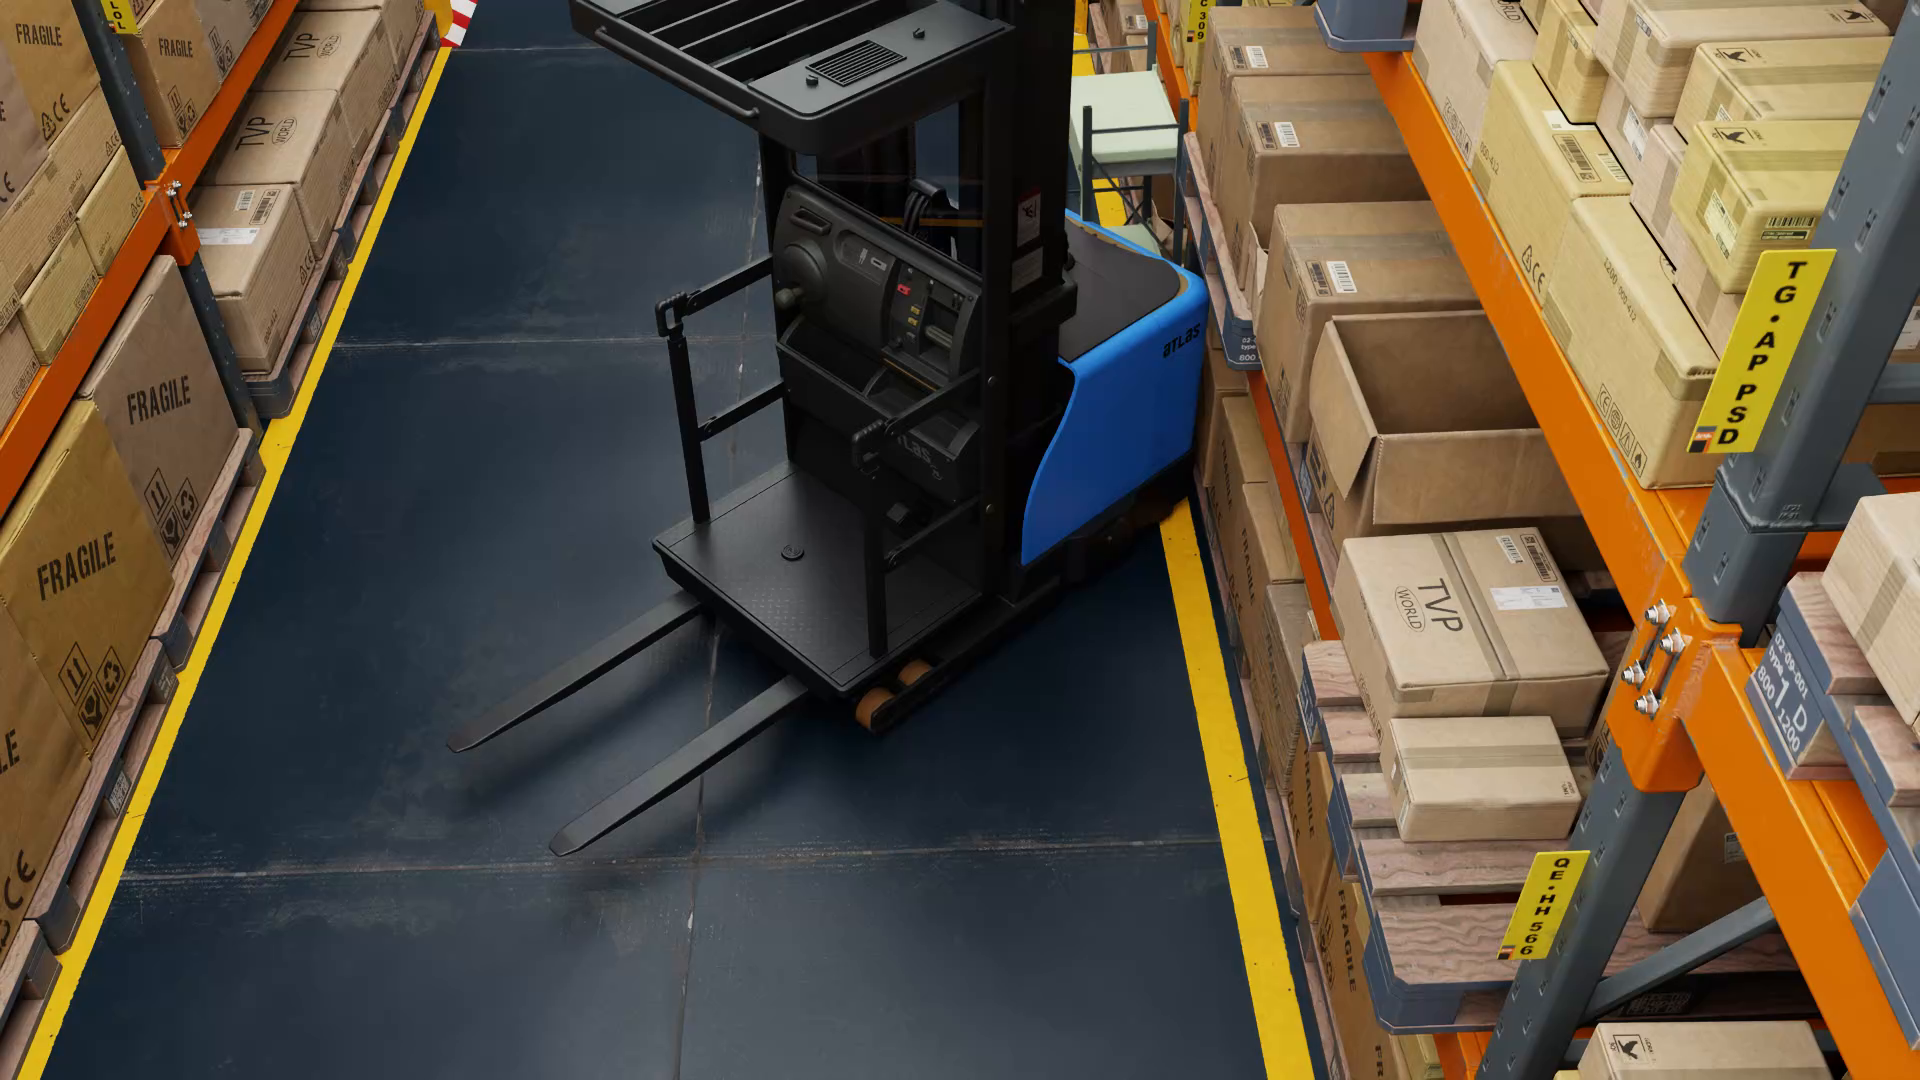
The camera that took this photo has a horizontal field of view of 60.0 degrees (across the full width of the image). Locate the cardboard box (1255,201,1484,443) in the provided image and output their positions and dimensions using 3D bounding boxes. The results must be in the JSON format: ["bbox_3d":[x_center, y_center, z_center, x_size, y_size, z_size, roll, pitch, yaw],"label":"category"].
[{"bbox_3d":[1.280,-0.640,4.843,0.700,0.500,0.500,-2,43,-2],"label":"cardboard box"}]

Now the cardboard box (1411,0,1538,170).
[{"bbox_3d":[1.289,-1.027,3.542,0.500,0.250,0.500,-2,43,-2],"label":"cardboard box"}]

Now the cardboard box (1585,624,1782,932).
[{"bbox_3d":[1.731,0.496,3.604,0.500,0.500,0.500,0,43,0],"label":"cardboard box"}]

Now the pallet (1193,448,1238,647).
[{"bbox_3d":[1.499,-0.084,6.686,1.003,0.211,1.213,-2,43,-2],"label":"pallet"}]

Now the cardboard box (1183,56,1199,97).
[{"bbox_3d":[1.129,-1.951,6.845,0.380,0.149,0.250,-1,43,-1],"label":"cardboard box"}]

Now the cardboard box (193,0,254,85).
[{"bbox_3d":[-3.307,-2.216,6.874,0.500,0.500,0.500,-1,43,-2],"label":"cardboard box"}]

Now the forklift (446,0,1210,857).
[{"bbox_3d":[-0.443,-0.784,5.436,3.031,2.935,1.130,-34,52,-31],"label":"forklift"}]

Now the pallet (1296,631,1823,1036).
[{"bbox_3d":[1.498,0.655,3.957,1.213,0.211,1.003,-2,43,-2],"label":"pallet"}]

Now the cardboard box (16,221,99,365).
[{"bbox_3d":[-3.240,-0.821,5.536,0.500,0.250,0.500,-2,43,-2],"label":"cardboard box"}]

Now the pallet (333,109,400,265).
[{"bbox_3d":[-3.541,-1.829,8.589,1.003,0.211,1.213,-2,43,-2],"label":"pallet"}]

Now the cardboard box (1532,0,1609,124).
[{"bbox_3d":[1.310,-0.910,3.119,0.380,0.149,0.250,-2,43,-2],"label":"cardboard box"}]

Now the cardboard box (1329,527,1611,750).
[{"bbox_3d":[1.229,0.237,4.071,0.500,0.250,0.500,-3,43,-4],"label":"cardboard box"}]

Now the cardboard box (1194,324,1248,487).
[{"bbox_3d":[1.223,-0.561,6.681,0.500,0.500,0.500,0,43,0],"label":"cardboard box"}]

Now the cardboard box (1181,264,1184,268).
[{"bbox_3d":[1.110,-1.132,7.564,0.380,0.149,0.250,-3,43,-3],"label":"cardboard box"}]

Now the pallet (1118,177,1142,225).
[{"bbox_3d":[1.344,-1.922,8.690,1.003,0.211,1.213,-2,43,-2],"label":"pallet"}]

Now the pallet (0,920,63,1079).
[{"bbox_3d":[-3.320,1.678,4.763,1.003,0.211,1.213,-2,43,-2],"label":"pallet"}]

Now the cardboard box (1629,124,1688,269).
[{"bbox_3d":[1.350,-0.565,2.743,0.380,0.149,0.250,-3,43,-3],"label":"cardboard box"}]

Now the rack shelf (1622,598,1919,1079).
[{"bbox_3d":[1.682,1.550,1.152,1.077,0.370,4.000,-2,43,-2],"label":"rack shelf"}]

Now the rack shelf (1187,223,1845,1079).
[{"bbox_3d":[1.512,-0.045,5.112,1.077,0.370,4.000,-2,43,-2],"label":"rack shelf"}]

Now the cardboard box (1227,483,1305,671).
[{"bbox_3d":[1.272,0.135,5.921,0.500,0.500,0.500,-3,43,-3],"label":"cardboard box"}]

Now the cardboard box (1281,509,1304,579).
[{"bbox_3d":[1.295,-0.003,5.593,0.380,0.149,0.250,0,43,0],"label":"cardboard box"}]

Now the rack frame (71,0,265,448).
[{"bbox_3d":[-3.532,-1.515,6.183,1.000,3.000,0.127,-2,43,-2],"label":"rack frame"}]

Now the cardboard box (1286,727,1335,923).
[{"bbox_3d":[1.329,0.836,5.157,0.500,0.500,0.500,0,43,0],"label":"cardboard box"}]

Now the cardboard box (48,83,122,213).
[{"bbox_3d":[-3.270,-1.354,5.748,0.500,0.250,0.500,-2,43,-2],"label":"cardboard box"}]

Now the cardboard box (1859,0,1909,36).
[{"bbox_3d":[1.805,-1.042,3.043,0.380,0.149,0.250,0,43,0],"label":"cardboard box"}]

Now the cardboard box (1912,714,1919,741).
[{"bbox_3d":[1.384,0.202,1.631,0.500,0.500,0.500,-1,43,-1],"label":"cardboard box"}]

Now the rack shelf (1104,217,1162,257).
[{"bbox_3d":[0.679,-1.046,7.206,0.431,0.370,0.720,-5,40,-2],"label":"rack shelf"}]

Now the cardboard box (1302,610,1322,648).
[{"bbox_3d":[1.295,0.345,5.212,0.380,0.149,0.250,-4,43,-4],"label":"cardboard box"}]

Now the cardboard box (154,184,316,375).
[{"bbox_3d":[-3.451,-1.153,7.373,0.875,0.438,0.875,-2,43,-2],"label":"cardboard box"}]

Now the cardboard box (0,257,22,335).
[{"bbox_3d":[-3.214,-0.667,4.999,0.500,0.250,0.500,-1,43,-1],"label":"cardboard box"}]

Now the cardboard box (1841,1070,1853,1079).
[{"bbox_3d":[1.894,1.206,2.955,0.500,0.250,0.500,-1,43,-1],"label":"cardboard box"}]

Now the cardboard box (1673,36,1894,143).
[{"bbox_3d":[1.381,-0.671,2.638,0.380,0.149,0.250,-3,43,-3],"label":"cardboard box"}]

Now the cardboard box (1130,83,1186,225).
[{"bbox_3d":[1.230,-1.900,8.142,0.700,0.500,0.500,-3,43,-3],"label":"cardboard box"}]

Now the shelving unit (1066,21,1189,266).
[{"bbox_3d":[0.665,-1.296,6.997,0.431,1.500,0.755,-5,40,-2],"label":"shelving unit"}]

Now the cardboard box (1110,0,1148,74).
[{"bbox_3d":[1.186,-2.600,8.906,0.700,0.500,0.500,0,43,0],"label":"cardboard box"}]

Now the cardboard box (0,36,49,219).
[{"bbox_3d":[-3.233,-1.277,5.110,0.500,0.500,0.500,-1,43,-1],"label":"cardboard box"}]

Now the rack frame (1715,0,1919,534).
[{"bbox_3d":[1.597,-1.172,1.368,1.000,3.000,0.127,-2,43,-2],"label":"rack frame"}]

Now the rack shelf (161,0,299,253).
[{"bbox_3d":[-3.617,-2.600,7.900,1.077,0.370,4.000,-2,43,-2],"label":"rack shelf"}]

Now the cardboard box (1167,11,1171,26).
[{"bbox_3d":[1.109,-2.304,7.229,0.380,0.149,0.250,-1,43,-1],"label":"cardboard box"}]

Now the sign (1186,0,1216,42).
[{"bbox_3d":[0.885,-1.959,6.026,0.100,0.325,0.005,-2,43,-2],"label":"sign"}]

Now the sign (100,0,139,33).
[{"bbox_3d":[-2.990,-1.935,5.843,0.100,0.325,0.005,-2,43,-2],"label":"sign"}]

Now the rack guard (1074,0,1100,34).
[{"bbox_3d":[1.261,-3.388,10.076,1.175,0.500,0.348,-2,43,-2],"label":"rack guard"}]

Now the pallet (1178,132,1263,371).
[{"bbox_3d":[1.352,-1.047,5.815,1.003,0.211,1.213,-2,43,-2],"label":"pallet"}]

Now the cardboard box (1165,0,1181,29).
[{"bbox_3d":[1.126,-2.389,7.028,0.500,0.250,0.500,-2,43,-2],"label":"cardboard box"}]

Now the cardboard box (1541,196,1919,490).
[{"bbox_3d":[1.333,-0.350,2.803,0.500,0.250,0.500,-3,43,-3],"label":"cardboard box"}]

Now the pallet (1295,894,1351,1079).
[{"bbox_3d":[1.603,1.563,4.889,1.003,0.211,1.213,-2,43,-2],"label":"pallet"}]

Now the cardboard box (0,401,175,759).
[{"bbox_3d":[-3.379,0.139,5.640,0.875,0.875,0.875,-1,43,-1],"label":"cardboard box"}]

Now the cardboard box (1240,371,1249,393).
[{"bbox_3d":[1.266,-0.698,6.351,0.380,0.149,0.250,-3,43,-3],"label":"cardboard box"}]

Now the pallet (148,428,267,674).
[{"bbox_3d":[-3.424,0.031,6.560,1.003,0.211,1.213,-2,43,-2],"label":"pallet"}]

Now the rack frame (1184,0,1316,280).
[{"bbox_3d":[1.427,-1.660,6.342,1.000,3.000,0.127,-2,43,-2],"label":"rack frame"}]

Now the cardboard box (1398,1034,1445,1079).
[{"bbox_3d":[1.323,1.241,4.235,0.380,0.149,0.250,-4,43,-4],"label":"cardboard box"}]

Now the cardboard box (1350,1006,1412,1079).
[{"bbox_3d":[1.364,1.527,4.403,0.500,0.500,0.500,-1,43,-1],"label":"cardboard box"}]

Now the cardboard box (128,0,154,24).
[{"bbox_3d":[-3.310,-2.249,6.170,0.500,0.500,0.500,-1,43,-2],"label":"cardboard box"}]

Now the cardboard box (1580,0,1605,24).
[{"bbox_3d":[1.351,-1.022,3.021,0.380,0.149,0.250,-2,43,-2],"label":"cardboard box"}]

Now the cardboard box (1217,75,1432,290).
[{"bbox_3d":[1.246,-1.170,5.421,0.700,0.500,0.500,-1,43,-1],"label":"cardboard box"}]

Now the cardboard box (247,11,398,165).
[{"bbox_3d":[-3.527,-2.366,8.697,0.875,0.438,0.875,-1,43,-1],"label":"cardboard box"}]

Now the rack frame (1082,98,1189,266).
[{"bbox_3d":[0.692,-1.063,6.716,0.400,1.500,0.023,-5,40,-2],"label":"rack frame"}]
